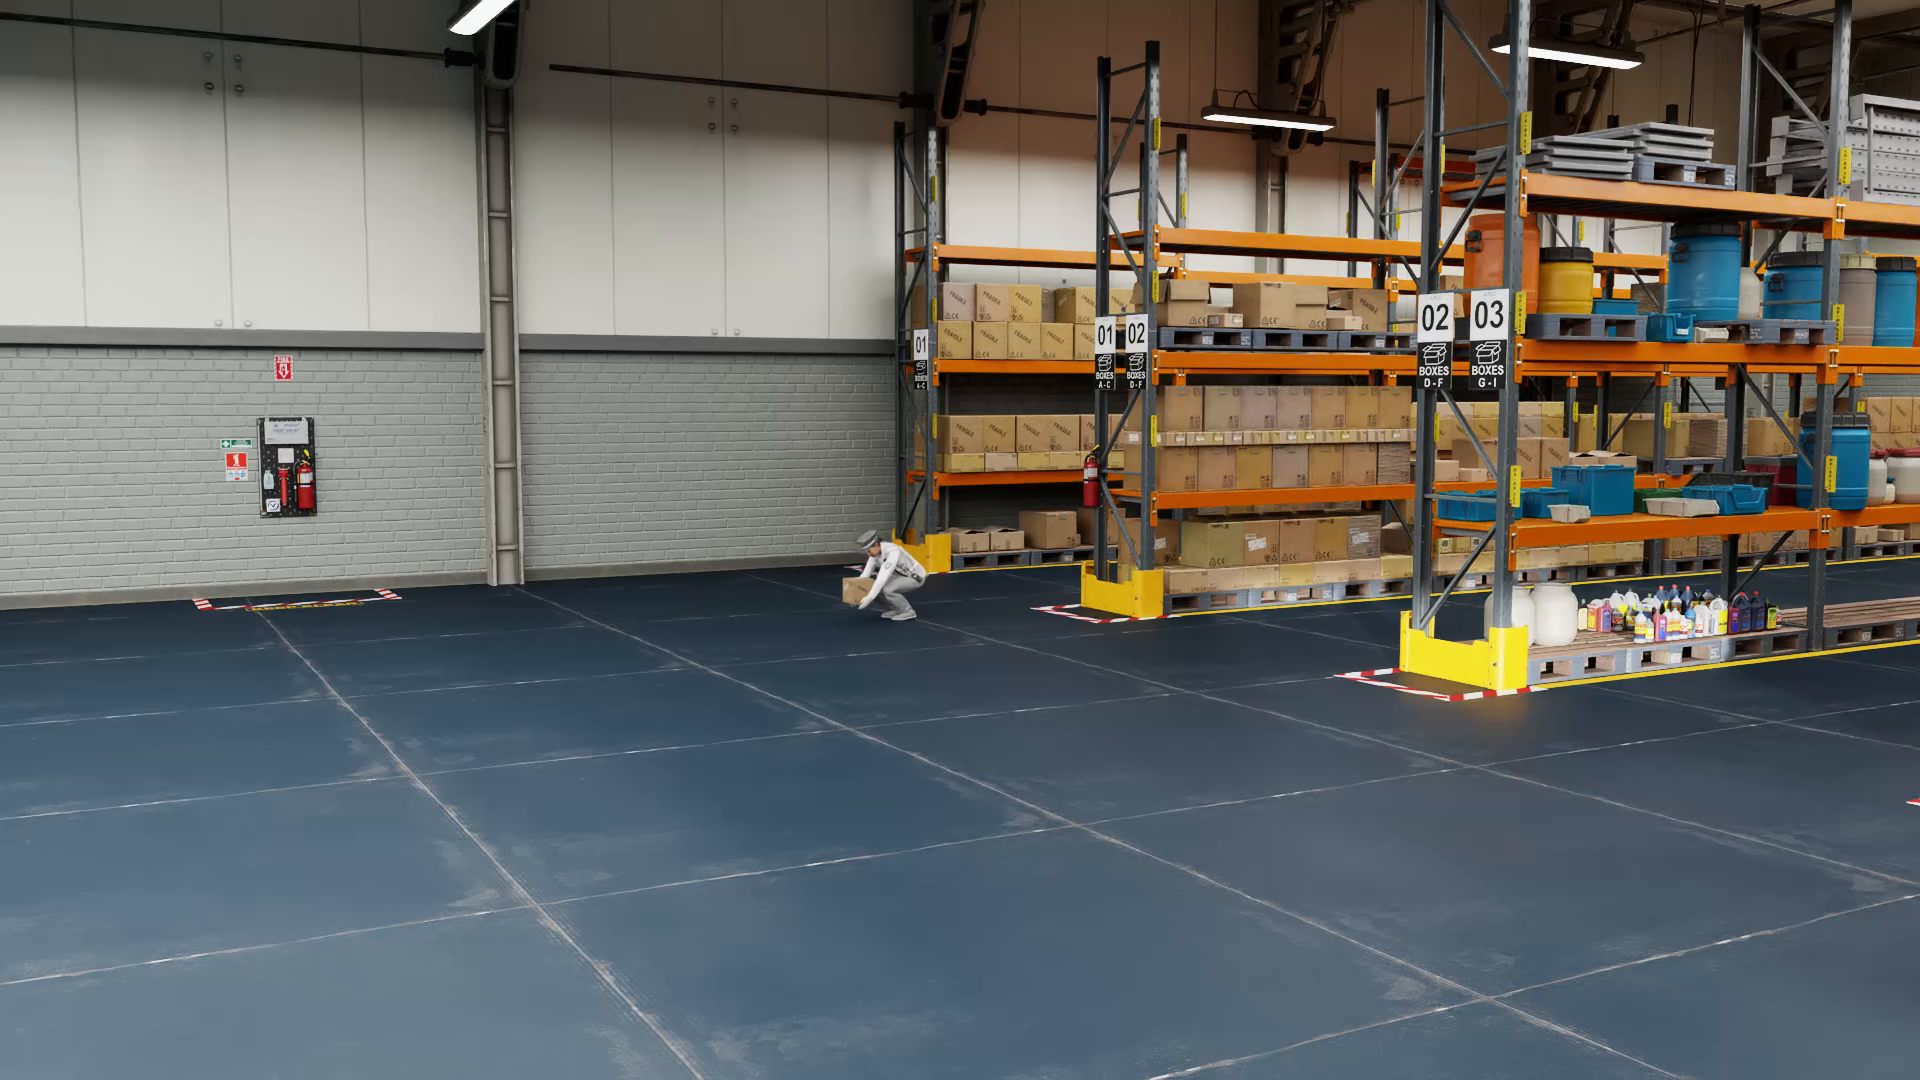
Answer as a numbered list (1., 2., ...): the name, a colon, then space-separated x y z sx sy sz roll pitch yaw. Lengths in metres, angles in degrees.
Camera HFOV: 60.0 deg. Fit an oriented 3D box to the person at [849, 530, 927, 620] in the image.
1. person: -0.745 0.363 17.430 0.822 0.964 0.496 -3 6 -29
